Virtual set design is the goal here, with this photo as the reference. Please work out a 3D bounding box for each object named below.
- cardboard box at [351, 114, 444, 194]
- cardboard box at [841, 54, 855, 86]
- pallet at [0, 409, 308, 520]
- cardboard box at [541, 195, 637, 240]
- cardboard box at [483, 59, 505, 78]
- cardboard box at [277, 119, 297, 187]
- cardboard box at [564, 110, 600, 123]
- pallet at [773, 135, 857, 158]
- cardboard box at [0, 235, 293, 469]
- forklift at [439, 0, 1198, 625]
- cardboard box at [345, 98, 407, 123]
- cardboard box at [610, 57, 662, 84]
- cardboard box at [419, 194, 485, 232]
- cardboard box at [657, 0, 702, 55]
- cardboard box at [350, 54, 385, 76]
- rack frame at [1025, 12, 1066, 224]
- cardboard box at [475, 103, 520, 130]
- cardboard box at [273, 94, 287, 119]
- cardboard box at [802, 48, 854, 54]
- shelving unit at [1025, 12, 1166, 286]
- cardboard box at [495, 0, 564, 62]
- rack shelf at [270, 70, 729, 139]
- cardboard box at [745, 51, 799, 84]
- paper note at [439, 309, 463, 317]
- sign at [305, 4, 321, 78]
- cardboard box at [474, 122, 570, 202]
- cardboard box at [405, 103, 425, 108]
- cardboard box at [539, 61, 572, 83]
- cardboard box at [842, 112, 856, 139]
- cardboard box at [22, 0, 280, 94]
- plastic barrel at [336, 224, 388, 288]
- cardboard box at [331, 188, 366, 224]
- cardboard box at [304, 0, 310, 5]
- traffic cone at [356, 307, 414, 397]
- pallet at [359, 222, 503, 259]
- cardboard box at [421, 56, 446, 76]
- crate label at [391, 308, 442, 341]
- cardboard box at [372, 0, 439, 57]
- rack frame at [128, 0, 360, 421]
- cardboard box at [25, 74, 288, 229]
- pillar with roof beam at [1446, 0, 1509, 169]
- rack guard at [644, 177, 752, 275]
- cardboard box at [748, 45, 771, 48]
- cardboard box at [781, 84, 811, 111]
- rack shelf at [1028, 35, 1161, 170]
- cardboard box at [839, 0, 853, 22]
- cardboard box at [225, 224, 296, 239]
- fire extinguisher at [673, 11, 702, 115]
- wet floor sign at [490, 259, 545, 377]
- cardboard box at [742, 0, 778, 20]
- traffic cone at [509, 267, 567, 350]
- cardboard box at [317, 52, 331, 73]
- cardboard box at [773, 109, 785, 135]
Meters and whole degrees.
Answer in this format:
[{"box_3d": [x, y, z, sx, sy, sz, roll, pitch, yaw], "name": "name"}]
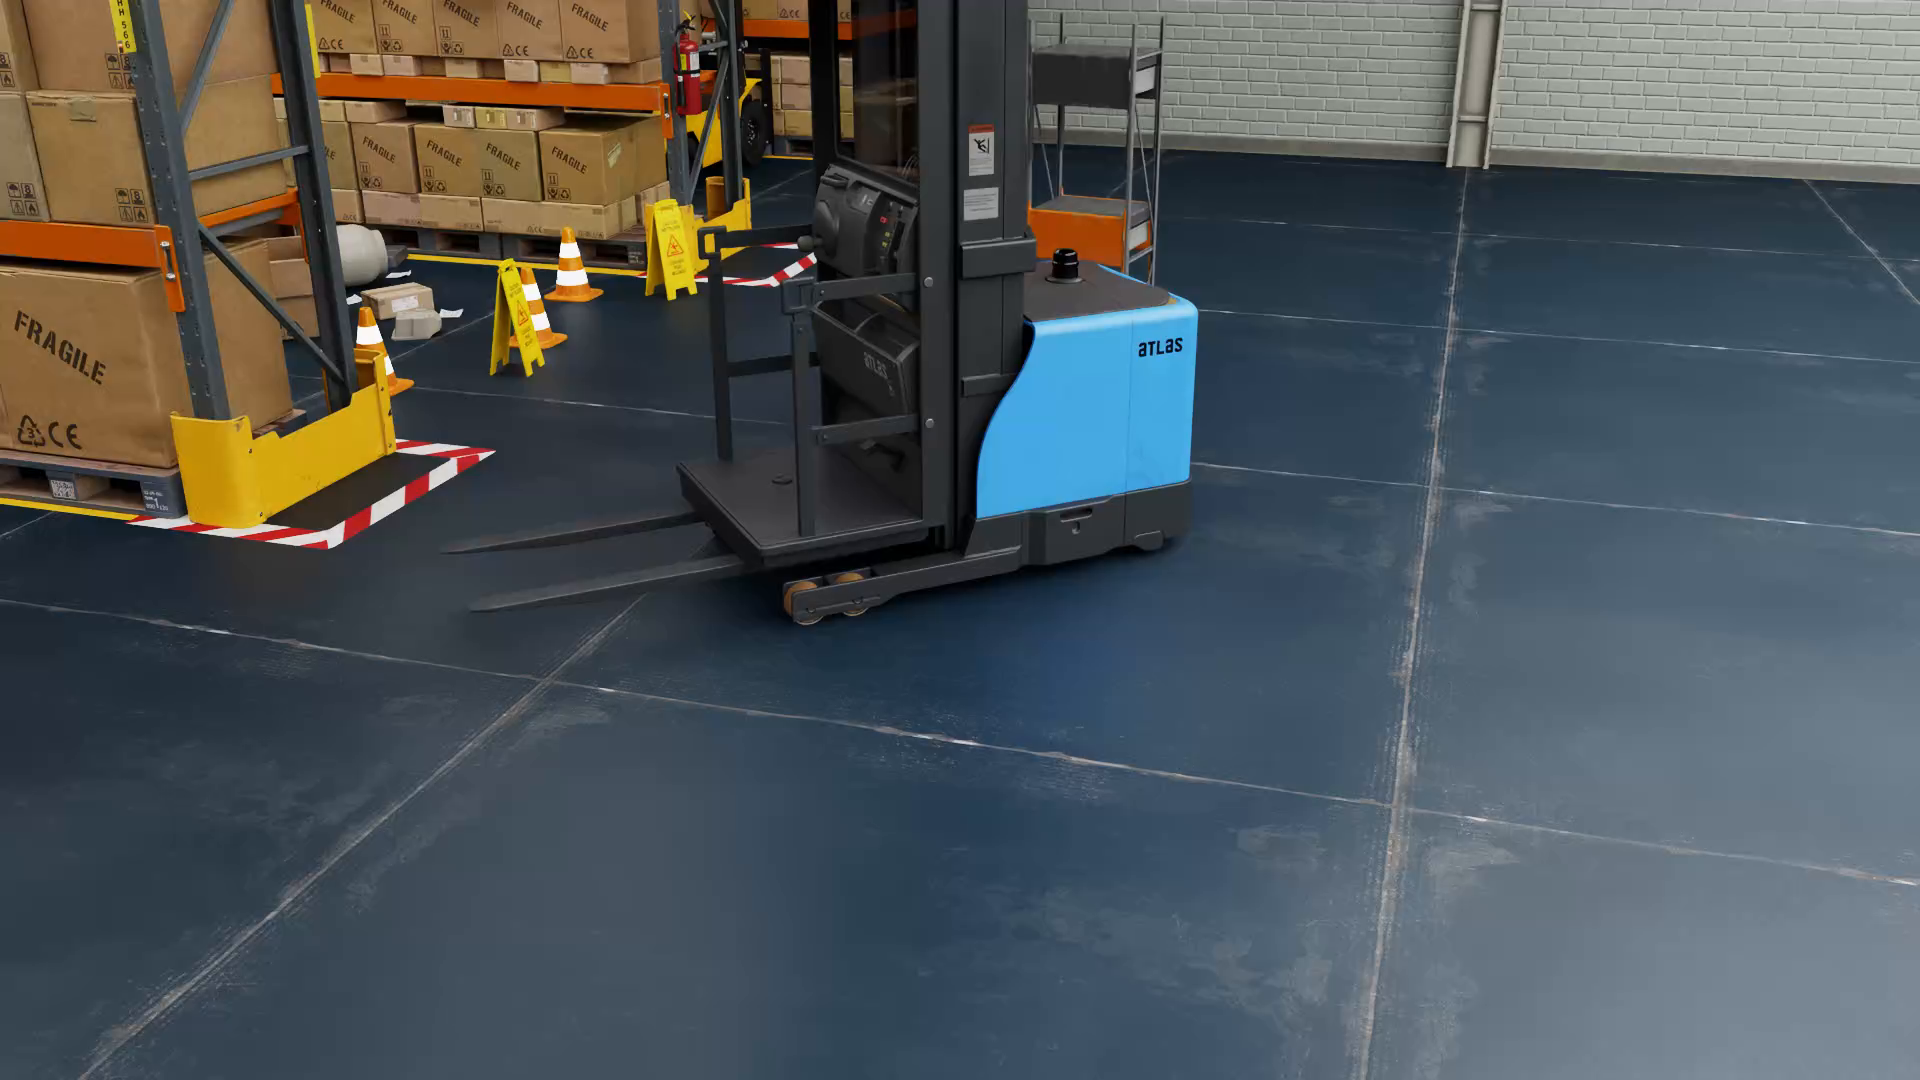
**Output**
[{"box_3d": [-4.175, -2.907, 12.486, 0.500, 0.500, 0.500, 8, 24, 18], "name": "cardboard box"}, {"box_3d": [-0.945, -4.600, 16.283, 0.500, 0.250, 0.500, 7, 23, 17], "name": "cardboard box"}, {"box_3d": [-3.966, -0.433, 8.049, 1.213, 0.211, 1.003, 7, 23, 15], "name": "pallet"}, {"box_3d": [-2.719, -2.390, 12.213, 0.500, 0.250, 0.500, 6, 23, 15], "name": "cardboard box"}, {"box_3d": [-3.238, -3.441, 12.037, 0.250, 0.149, 0.380, 7, 23, 16], "name": "cardboard box"}, {"box_3d": [-5.187, -3.019, 12.758, 0.500, 0.500, 0.500, 8, 24, 18], "name": "cardboard box"}, {"box_3d": [-3.062, -2.990, 12.689, 0.500, 0.500, 0.500, 6, 23, 14], "name": "cardboard box"}, {"box_3d": [-1.159, -4.056, 16.881, 1.213, 0.211, 1.003, 7, 23, 16], "name": "pallet"}, {"box_3d": [-3.846, -0.926, 7.821, 0.875, 0.875, 0.875, 7, 23, 16], "name": "cardboard box"}, {"box_3d": [-0.562, -1.254, 6.464, 3.031, 2.935, 1.130, -10, 24, -24], "name": "forklift"}, {"box_3d": [-4.334, -3.199, 12.344, 0.250, 0.149, 0.380, 8, 24, 19], "name": "cardboard box"}, {"box_3d": [-2.264, -3.321, 11.745, 0.250, 0.149, 0.380, 7, 23, 17], "name": "cardboard box"}, {"box_3d": [-3.692, -2.502, 12.487, 0.500, 0.250, 0.500, 6, 23, 14], "name": "cardboard box"}, {"box_3d": [-2.218, -3.810, 12.083, 0.500, 0.500, 0.500, 6, 23, 15], "name": "cardboard box"}, {"box_3d": [-4.243, -3.501, 12.185, 0.250, 0.149, 0.380, 7, 23, 16], "name": "cardboard box"}, {"box_3d": [0.395, -1.401, 7.918, 0.015, 2.100, 0.400, 10, 24, 24], "name": "rack frame"}, {"box_3d": [-3.298, -3.081, 12.055, 0.250, 0.149, 0.380, 7, 23, 16], "name": "cardboard box"}, {"box_3d": [-5.085, -3.283, 12.549, 0.250, 0.149, 0.380, 7, 23, 16], "name": "cardboard box"}, {"box_3d": [-1.299, -4.837, 16.863, 0.500, 0.250, 0.500, 7, 23, 16], "name": "cardboard box"}, {"box_3d": [0.615, -1.361, 7.821, 0.503, 2.100, 0.431, 10, 24, 24], "name": "shelving unit"}, {"box_3d": [-2.922, -3.674, 11.750, 0.500, 0.500, 0.500, 7, 23, 16], "name": "cardboard box"}, {"box_3d": [-3.759, -3.360, 12.457, 4.000, 0.370, 1.077, 7, 23, 16], "name": "rack shelf"}, {"box_3d": [-1.922, -4.705, 16.541, 0.500, 0.250, 0.500, 7, 23, 16], "name": "cardboard box"}, {"box_3d": [-3.325, -1.481, 10.839, 0.142, 0.019, 0.148, -1, 22, -3], "name": "paper note"}, {"box_3d": [-3.012, -2.303, 7.686, 0.005, 0.325, 0.100, 7, 23, 16], "name": "sign"}, {"box_3d": [-3.188, -2.792, 12.206, 0.500, 0.500, 0.500, 7, 23, 17], "name": "cardboard box"}, {"box_3d": [-4.543, -3.159, 13.101, 0.500, 0.500, 0.500, 7, 23, 16], "name": "cardboard box"}, {"box_3d": [-2.778, -3.344, 11.802, 0.250, 0.149, 0.380, 6, 23, 15], "name": "cardboard box"}, {"box_3d": [-0.955, -4.137, 16.472, 0.500, 0.250, 0.500, 7, 23, 16], "name": "cardboard box"}, {"box_3d": [-3.522, -2.288, 7.275, 0.550, 0.550, 0.875, 7, 23, 16], "name": "cardboard box"}, {"box_3d": [-4.259, -1.958, 11.486, 0.512, 0.421, 0.421, -14, 26, -30], "name": "plastic barrel"}, {"box_3d": [-4.673, -2.617, 12.768, 0.500, 0.250, 0.500, 8, 24, 19], "name": "cardboard box"}, {"box_3d": [-4.846, -3.900, 12.302, 0.500, 0.500, 0.500, 6, 23, 15], "name": "cardboard box"}, {"box_3d": [-3.276, -1.065, 9.256, 0.334, 0.463, 0.336, 7, 23, 16], "name": "traffic cone"}, {"box_3d": [-3.849, -2.428, 12.912, 1.213, 0.211, 1.003, 7, 23, 16], "name": "pallet"}, {"box_3d": [-3.722, -3.496, 12.170, 0.250, 0.149, 0.380, 7, 23, 16], "name": "cardboard box"}, {"box_3d": [-3.395, -1.351, 10.383, 0.298, 0.136, 0.250, -5, 23, -12], "name": "crate label"}, {"box_3d": [-3.880, -3.792, 12.039, 0.500, 0.500, 0.500, 7, 23, 16], "name": "cardboard box"}, {"box_3d": [-3.178, -1.664, 7.375, 0.127, 3.000, 1.000, 7, 23, 16], "name": "rack frame"}, {"box_3d": [-3.546, -1.758, 7.406, 0.550, 0.550, 0.875, 7, 23, 16], "name": "cardboard box"}, {"box_3d": [3.680, -6.235, 10.613, 0.400, 9.000, 9.100, 7, 23, 16], "name": "pillar with roof beam"}, {"box_3d": [-1.917, -2.326, 12.281, 0.348, 0.500, 1.175, 7, 23, 16], "name": "rack guard"}, {"box_3d": [-2.264, -4.955, 17.149, 0.500, 0.250, 0.500, 6, 23, 14], "name": "cardboard box"}, {"box_3d": [-1.448, -4.430, 16.528, 0.500, 0.250, 0.500, 6, 23, 15], "name": "cardboard box"}, {"box_3d": [0.615, -1.996, 7.560, 0.480, 0.518, 0.431, 10, 24, 24], "name": "rack shelf"}, {"box_3d": [-0.961, -5.283, 16.064, 0.500, 0.500, 0.500, 6, 23, 14], "name": "cardboard box"}, {"box_3d": [-5.041, -2.145, 11.838, 0.500, 0.500, 0.500, -14, 26, -30], "name": "cardboard box"}, {"box_3d": [-1.868, -3.258, 11.362, 0.183, 0.674, 0.296, 7, 23, 16], "name": "fire extinguisher"}, {"box_3d": [-2.578, -1.291, 9.568, 0.232, 0.644, 0.267, 3, 22, 6], "name": "wet floor sign"}, {"box_3d": [-1.946, -5.399, 16.348, 0.500, 0.500, 0.500, 6, 23, 14], "name": "cardboard box"}, {"box_3d": [-2.624, -1.438, 10.166, 0.334, 0.463, 0.336, 7, 23, 16], "name": "traffic cone"}, {"box_3d": [-4.719, -3.578, 12.372, 0.250, 0.149, 0.380, 7, 23, 17], "name": "cardboard box"}, {"box_3d": [-1.905, -4.253, 16.755, 0.500, 0.250, 0.500, 7, 23, 16], "name": "cardboard box"}]
